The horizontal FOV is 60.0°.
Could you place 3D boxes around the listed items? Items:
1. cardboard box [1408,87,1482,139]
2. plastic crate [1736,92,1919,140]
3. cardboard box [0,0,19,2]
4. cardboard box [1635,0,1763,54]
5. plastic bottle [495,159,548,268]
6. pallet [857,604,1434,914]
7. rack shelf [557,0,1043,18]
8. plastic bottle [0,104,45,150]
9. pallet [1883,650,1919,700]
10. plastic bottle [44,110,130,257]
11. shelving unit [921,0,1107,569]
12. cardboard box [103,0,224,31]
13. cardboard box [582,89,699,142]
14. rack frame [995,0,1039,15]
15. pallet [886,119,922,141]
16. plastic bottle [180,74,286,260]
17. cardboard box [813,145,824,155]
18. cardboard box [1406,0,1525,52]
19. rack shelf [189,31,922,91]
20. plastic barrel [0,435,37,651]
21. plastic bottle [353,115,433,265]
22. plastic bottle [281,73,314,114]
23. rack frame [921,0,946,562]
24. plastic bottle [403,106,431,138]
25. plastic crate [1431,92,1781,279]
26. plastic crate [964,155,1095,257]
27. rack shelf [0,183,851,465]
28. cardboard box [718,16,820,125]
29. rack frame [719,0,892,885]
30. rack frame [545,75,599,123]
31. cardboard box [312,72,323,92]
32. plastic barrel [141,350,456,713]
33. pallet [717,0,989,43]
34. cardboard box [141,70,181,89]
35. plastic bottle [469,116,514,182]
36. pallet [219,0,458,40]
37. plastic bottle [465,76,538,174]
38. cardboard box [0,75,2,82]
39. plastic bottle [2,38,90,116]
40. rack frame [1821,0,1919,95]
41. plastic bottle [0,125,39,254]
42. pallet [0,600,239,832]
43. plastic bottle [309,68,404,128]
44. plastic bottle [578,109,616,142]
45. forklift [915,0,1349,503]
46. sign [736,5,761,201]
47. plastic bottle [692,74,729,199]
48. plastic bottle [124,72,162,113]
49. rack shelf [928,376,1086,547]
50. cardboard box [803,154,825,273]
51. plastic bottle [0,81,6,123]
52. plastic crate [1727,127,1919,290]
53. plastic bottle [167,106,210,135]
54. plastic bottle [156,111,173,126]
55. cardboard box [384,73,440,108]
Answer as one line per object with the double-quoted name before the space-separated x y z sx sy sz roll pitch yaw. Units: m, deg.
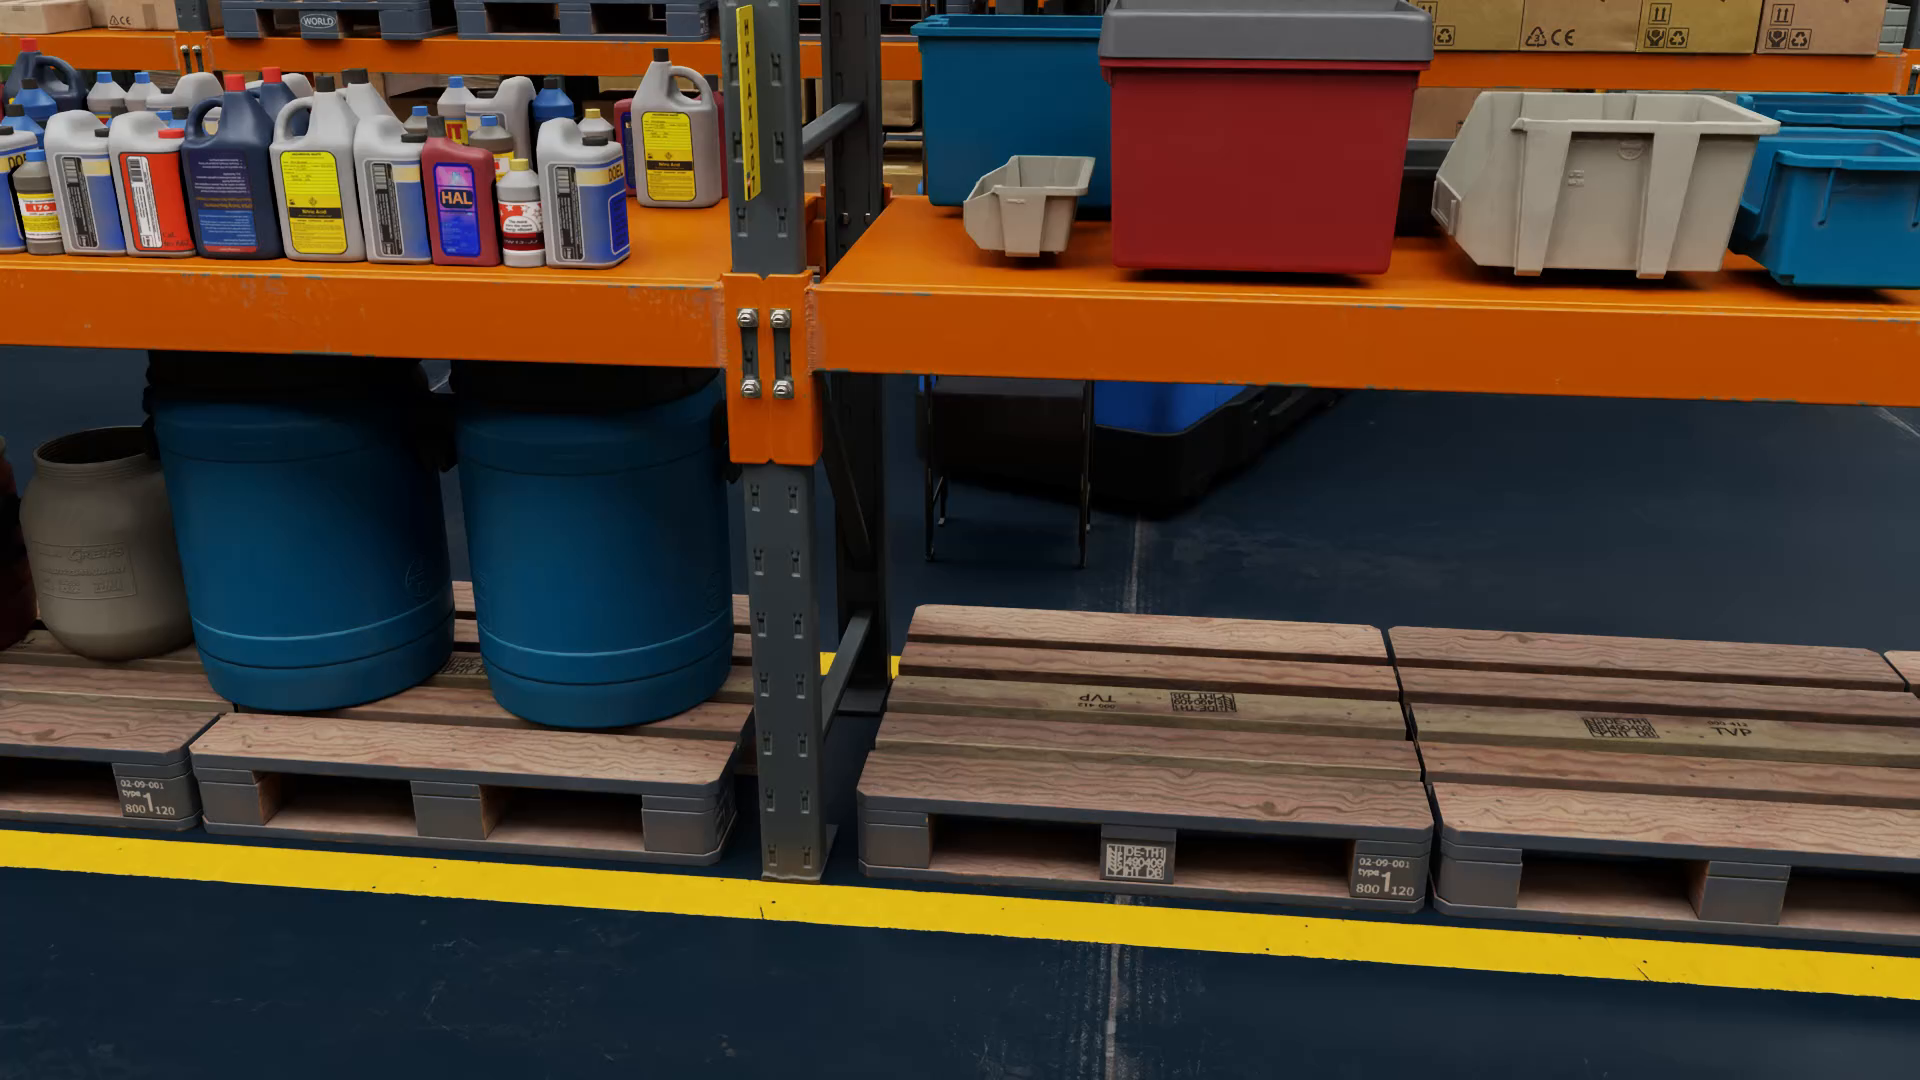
"cardboard box" 3.630 -3.332 12.616 0.500 0.500 0.700 2 22 6
"plastic crate" 1.856 -0.817 3.573 0.300 0.233 0.416 2 22 6
"cardboard box" -4.963 -2.738 8.628 0.250 0.149 0.380 4 22 10
"cardboard box" 3.262 -2.462 7.452 0.500 0.500 0.500 3 22 7
"plastic bottle" -0.852 -0.641 3.251 0.097 0.201 0.097 0 22 0
"pallet" 0.430 0.475 3.951 1.213 0.211 1.003 2 22 6
"rack shelf" -1.125 -4.208 12.983 4.000 0.370 1.077 2 22 6
"plastic bottle" -1.965 -0.778 3.504 0.097 0.271 0.097 0 22 0
"pallet" 2.853 0.581 3.684 1.213 0.211 1.003 2 22 6
"plastic bottle" -1.731 -0.724 3.360 0.135 0.276 0.152 2 22 6
"shelving unit" 0.164 -0.969 5.036 0.503 2.100 0.431 2 22 6
"cardboard box" -4.046 -2.811 8.591 0.500 0.311 0.500 4 22 10
"cardboard box" -1.661 -2.213 8.740 0.500 0.250 0.500 2 22 5
"rack frame" 0.282 -2.648 8.057 0.127 3.000 1.000 2 22 6
"pallet" 0.086 -3.165 13.160 1.213 0.211 1.003 2 22 6
"plastic bottle" -1.439 -0.745 3.311 0.185 0.351 0.144 2 22 6
"cardboard box" -0.701 -1.819 8.762 0.500 0.500 0.500 3 22 7
"cardboard box" 2.267 -2.508 7.567 0.500 0.500 0.500 2 22 6
"rack shelf" -1.704 -2.400 8.408 4.000 0.370 1.077 2 22 6
"plastic barrel" -2.667 -0.022 4.125 0.708 0.588 0.600 2 22 6
"plastic bottle" -1.097 -0.696 3.290 0.135 0.276 0.152 2 22 6
"plastic bottle" -1.639 -0.981 4.010 0.135 0.276 0.152 2 22 6
"rack frame" -0.078 -0.980 5.062 0.015 2.100 0.400 2 22 6
"plastic bottle" -1.291 -0.941 4.011 0.097 0.201 0.097 0 22 0
"plastic crate" 1.190 -0.679 3.156 0.530 0.282 0.437 2 22 6
"plastic crate" 0.141 -0.672 3.337 0.243 0.136 0.396 2 22 6
"rack shelf" -2.291 -0.591 3.834 4.000 0.370 1.077 2 22 6
"cardboard box" -1.527 -3.705 13.084 0.750 0.750 0.750 2 22 6
"rack frame" -0.305 -0.839 3.483 0.127 3.000 1.000 2 22 6
"rack frame" -3.111 -4.629 13.070 0.127 3.000 1.000 2 22 6
"cardboard box" -5.329 -3.778 13.718 0.500 0.500 0.700 3 22 7
"plastic barrel" -1.546 -0.119 3.944 0.708 0.901 0.600 2 22 6
"pallet" -0.499 -2.633 8.280 1.213 0.211 1.003 2 22 6
"cardboard box" -6.350 -3.819 13.821 0.500 0.500 0.700 3 22 8
"plastic bottle" -1.079 -0.876 3.845 0.097 0.201 0.097 0 22 0
"pallet" -3.009 -2.728 8.521 1.003 0.211 1.213 2 22 6
"plastic bottle" -1.083 -0.957 3.948 0.135 0.276 0.152 2 22 6
"cardboard box" -8.118 -3.875 13.963 0.500 0.500 0.500 1 22 2
"plastic bottle" -2.221 -1.042 4.064 0.185 0.351 0.144 2 22 6
"rack frame" 4.254 -2.475 7.619 0.127 3.000 1.000 2 22 6
"plastic bottle" -1.962 -0.734 3.386 0.135 0.276 0.152 2 22 6
"pallet" -2.281 0.357 4.250 1.213 0.211 1.003 2 22 6
"plastic bottle" -1.239 -0.789 3.424 0.185 0.351 0.144 2 22 6
"plastic bottle" -0.868 -0.923 3.964 0.097 0.201 0.097 0 22 0
"forklift" 1.014 -1.982 6.467 1.130 2.935 3.031 12 25 28
"sign" -0.371 -0.767 2.924 0.005 0.325 0.100 2 22 6
"plastic bottle" -0.618 -0.957 3.938 0.133 0.283 0.061 2 22 6
"plastic bottle" -1.981 -1.004 4.074 0.097 0.271 0.097 0 22 0
"rack shelf" 0.164 -0.306 5.298 0.480 0.518 0.431 2 22 6
"cardboard box" -0.732 -1.631 8.287 0.500 0.500 0.500 3 22 6
"plastic bottle" -2.381 -1.011 4.076 0.133 0.283 0.061 2 22 6
"plastic crate" 1.598 -0.612 3.053 0.300 0.233 0.416 2 22 6
"plastic bottle" -1.601 -0.762 3.464 0.097 0.271 0.097 0 22 0
"plastic bottle" -1.865 -0.910 3.931 0.097 0.201 0.097 0 22 0
"cardboard box" -4.330 -3.748 13.643 0.500 0.500 0.700 2 22 6
